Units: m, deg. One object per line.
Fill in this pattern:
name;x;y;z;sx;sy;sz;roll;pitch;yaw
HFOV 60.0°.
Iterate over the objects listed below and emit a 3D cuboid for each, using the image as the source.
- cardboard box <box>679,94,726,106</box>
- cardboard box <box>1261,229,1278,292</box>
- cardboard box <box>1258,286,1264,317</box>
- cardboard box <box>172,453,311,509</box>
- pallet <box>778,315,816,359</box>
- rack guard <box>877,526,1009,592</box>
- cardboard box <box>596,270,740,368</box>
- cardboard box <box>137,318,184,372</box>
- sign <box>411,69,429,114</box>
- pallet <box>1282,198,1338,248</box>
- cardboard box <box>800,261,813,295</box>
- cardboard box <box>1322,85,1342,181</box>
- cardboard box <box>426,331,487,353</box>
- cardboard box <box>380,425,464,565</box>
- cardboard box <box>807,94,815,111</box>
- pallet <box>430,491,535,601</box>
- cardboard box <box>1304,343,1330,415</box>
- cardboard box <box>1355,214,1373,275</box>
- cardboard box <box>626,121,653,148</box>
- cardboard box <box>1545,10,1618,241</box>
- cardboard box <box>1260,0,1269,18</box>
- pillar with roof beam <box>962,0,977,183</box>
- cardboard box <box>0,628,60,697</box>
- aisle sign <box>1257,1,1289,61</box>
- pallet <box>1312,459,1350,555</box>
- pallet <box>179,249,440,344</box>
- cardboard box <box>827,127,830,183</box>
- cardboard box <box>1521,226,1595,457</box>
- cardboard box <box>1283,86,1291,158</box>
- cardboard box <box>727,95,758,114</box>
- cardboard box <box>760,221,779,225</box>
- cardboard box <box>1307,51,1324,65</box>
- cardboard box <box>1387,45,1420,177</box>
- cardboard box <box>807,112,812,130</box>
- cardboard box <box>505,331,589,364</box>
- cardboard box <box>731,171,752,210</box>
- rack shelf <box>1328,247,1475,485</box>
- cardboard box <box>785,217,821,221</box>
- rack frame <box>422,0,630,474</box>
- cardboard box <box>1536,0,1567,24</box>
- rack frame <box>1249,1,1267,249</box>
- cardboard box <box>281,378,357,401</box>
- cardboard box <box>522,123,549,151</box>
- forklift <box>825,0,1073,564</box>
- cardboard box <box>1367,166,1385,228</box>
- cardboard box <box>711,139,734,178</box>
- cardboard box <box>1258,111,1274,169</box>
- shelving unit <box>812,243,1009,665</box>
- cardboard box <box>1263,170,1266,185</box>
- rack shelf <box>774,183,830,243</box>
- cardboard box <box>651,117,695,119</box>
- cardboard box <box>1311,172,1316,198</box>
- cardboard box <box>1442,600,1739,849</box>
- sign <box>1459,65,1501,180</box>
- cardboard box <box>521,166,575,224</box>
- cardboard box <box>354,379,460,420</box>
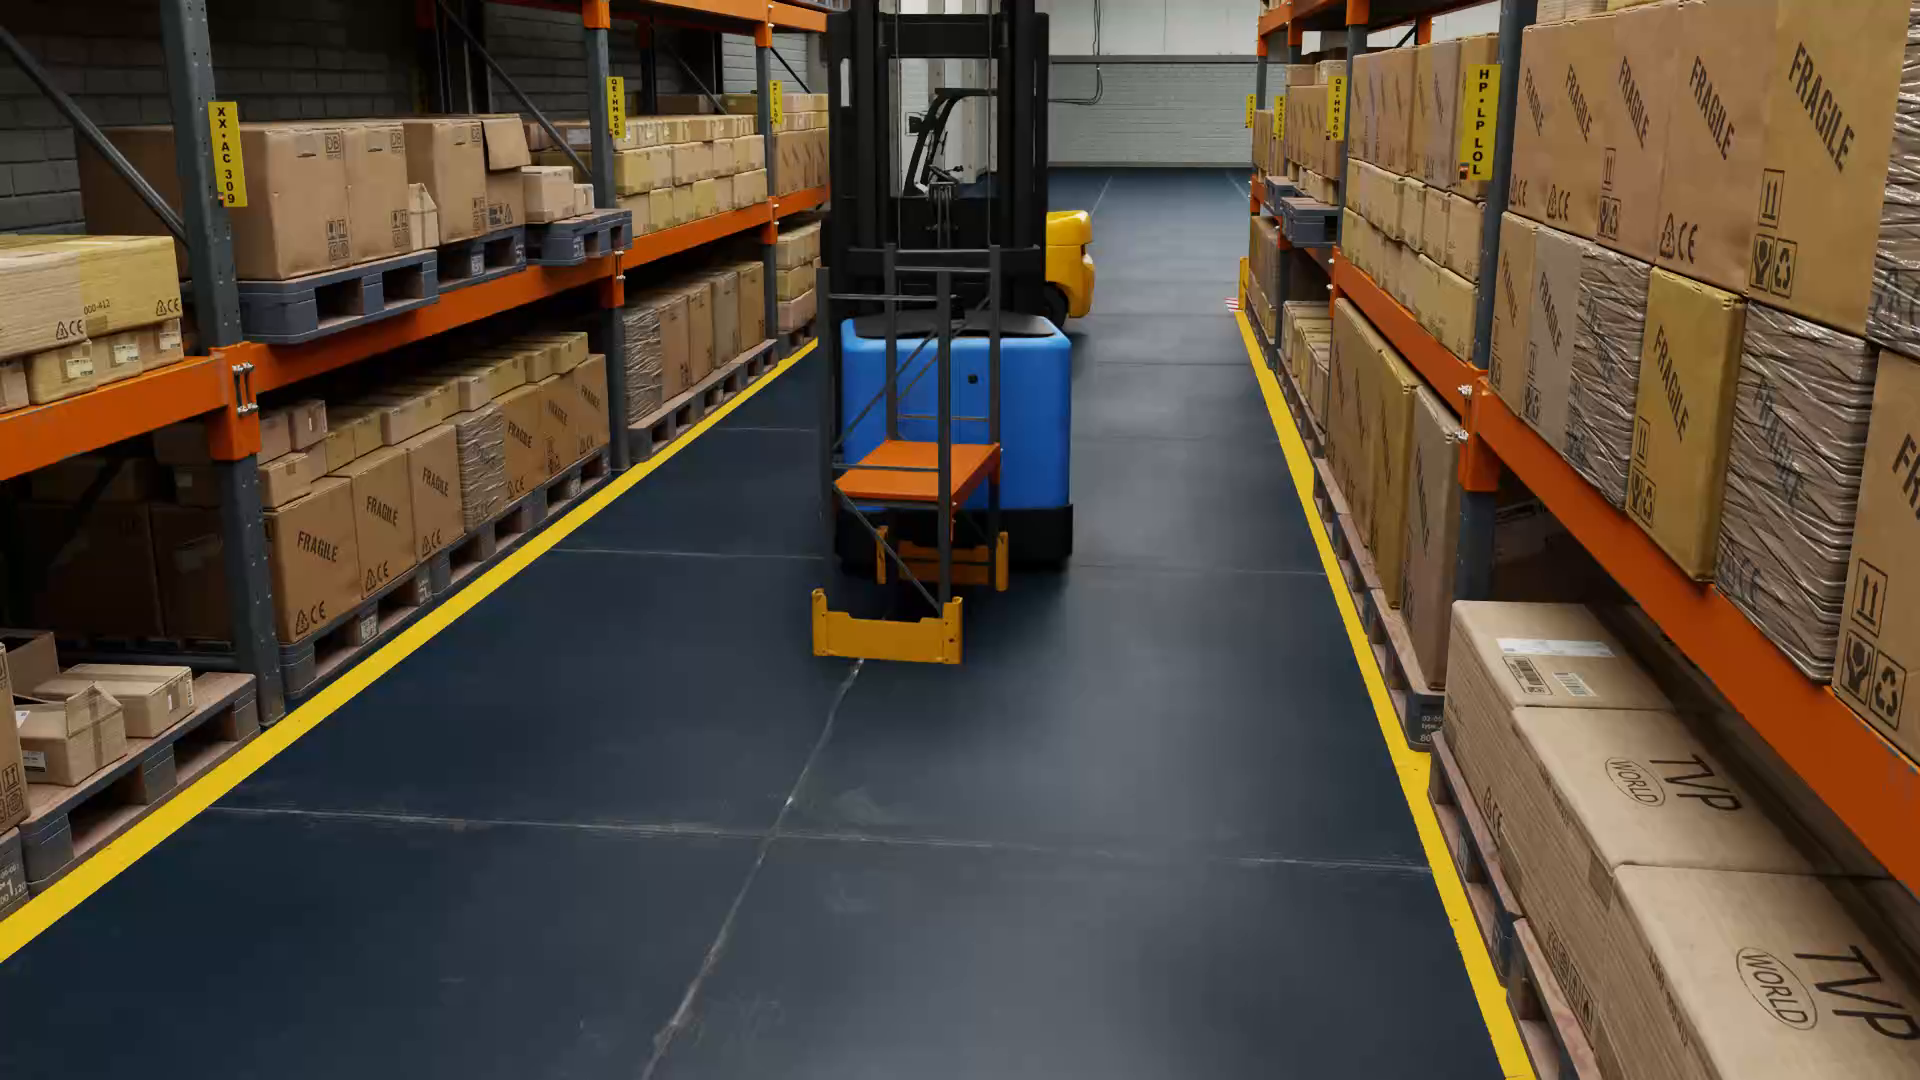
cardboard box;-2.153;-3.629;13.832;0.380;0.149;0.250;2;15;6
cardboard box;2.870;-2.417;14.381;0.500;0.500;0.500;3;15;9
cardboard box;2.869;-2.061;14.500;0.500;0.250;0.500;2;15;7
cardboard box;-2.573;-0.219;5.966;0.380;0.149;0.250;2;15;9
pallet;-1.843;-1.758;14.260;1.003;0.211;1.213;2;15;6
rack guard;-0.078;0.081;7.383;0.587;0.250;0.087;3;15;11
cardboard box;-2.118;-1.619;12.148;0.875;0.625;0.625;2;15;6
cardboard box;-2.662;-0.613;5.164;0.380;0.149;0.250;2;15;7
sign;-2.978;-2.436;9.207;0.100;0.325;0.005;2;15;6
pallet;2.481;-1.812;9.484;1.213;0.211;1.003;2;15;6
cardboard box;-1.559;-2.263;14.290;0.500;0.250;0.500;2;15;6
cardboard box;2.281;-2.237;9.123;0.500;0.500;0.500;1;15;5
cardboard box;-2.795;-1.045;9.021;0.380;0.149;0.250;2;15;9
cardboard box;-2.488;-0.207;7.165;0.500;0.500;0.500;1;15;5
cardboard box;-1.522;-3.945;14.999;0.380;0.149;0.250;2;15;7
pallet;-2.688;-0.008;7.786;1.003;0.211;1.213;2;15;6
cardboard box;2.655;-0.989;10.301;0.950;0.372;0.625;1;15;5
cardboard box;2.161;-1.391;7.847;0.500;0.250;0.500;1;15;5
cardboard box;-2.065;-2.434;9.982;0.380;0.149;0.250;2;15;8
cardboard box;1.697;-0.963;3.869;0.500;0.500;0.500;1;15;6
cardboard box;3.049;-5.042;15.796;0.380;0.149;0.250;2;15;6
pillar with roof beam;4.488;-12.776;38.173;9.100;9.000;0.400;2;15;6
cardboard box;-3.187;0.435;5.152;0.500;0.311;0.500;2;15;8
aisle sign;3.108;-5.072;16.191;0.394;0.787;0.004;2;15;6
pallet;2.342;-0.168;8.380;1.003;0.211;1.213;2;15;6
pallet;-2.679;-0.936;6.244;1.003;0.211;1.213;2;15;6
cardboard box;-1.443;-3.582;15.472;0.500;0.500;0.500;1;15;5
cardboard box;1.681;-0.483;4.010;0.500;0.500;0.500;2;15;7
cardboard box;2.620;-3.035;12.075;0.500;0.500;0.500;2;15;8
cardboard box;-1.644;-3.478;13.274;0.380;0.149;0.250;2;15;7
cardboard box;-1.950;-2.784;15.259;0.500;0.250;0.500;1;15;5
cardboard box;3.354;-3.935;14.293;0.700;0.500;0.500;2;15;6
cardboard box;2.027;-1.733;6.719;0.500;0.500;0.500;2;15;7
cardboard box;-1.504;-3.667;14.542;0.380;0.149;0.250;1;15;4
cardboard box;-2.230;-1.035;8.986;0.380;0.149;0.250;1;15;4
cardboard box;-1.823;-2.558;12.162;0.500;0.250;0.500;2;15;6
rack shelf;2.281;-0.851;6.939;1.077;0.370;4.000;2;15;6
cardboard box;-1.364;-2.902;15.697;0.500;0.250;0.500;2;15;7
rack frame;-2.426;-1.862;9.301;1.000;3.000;0.127;2;15;6
cardboard box;1.761;-1.449;4.424;0.380;0.149;0.250;1;15;5
rack frame;3.409;-3.791;16.437;1.000;3.000;0.127;2;15;6
cardboard box;-2.960;-0.639;7.521;0.380;0.149;0.250;1;15;4
cardboard box;-2.590;-2.314;9.537;0.380;0.149;0.250;2;15;8
forklift;-0.131;-1.642;8.619;1.130;2.935;3.031;-1;15;-5
cardboard box;2.076;-1.498;7.287;0.500;0.250;0.500;2;15;6
cardboard box;-1.890;-2.667;11.609;0.500;0.250;0.500;2;15;7
cardboard box;2.969;-3.602;14.975;0.500;0.500;0.500;1;15;5
shelving unit;-0.180;-0.395;6.749;0.587;1.500;1.083;3;15;11
cardboard box;2.970;-3.323;15.187;0.380;0.149;0.250;2;15;8
rack shelf;-1.749;-3.071;15.150;1.077;0.370;4.000;2;15;6
cardboard box;-1.907;-2.833;11.459;0.380;0.149;0.250;2;15;7
cardboard box;2.288;-2.093;9.834;0.380;0.149;0.250;1;15;4
cardboard box;1.877;0.515;4.616;0.875;0.438;0.875;1;15;5
sign;1.515;-1.213;4.836;0.100;0.325;0.005;2;15;6
cardboard box;-2.224;-1.709;8.218;0.500;0.250;0.500;1;15;4
cardboard box;-2.486;-0.630;7.487;0.380;0.149;0.250;2;15;6
